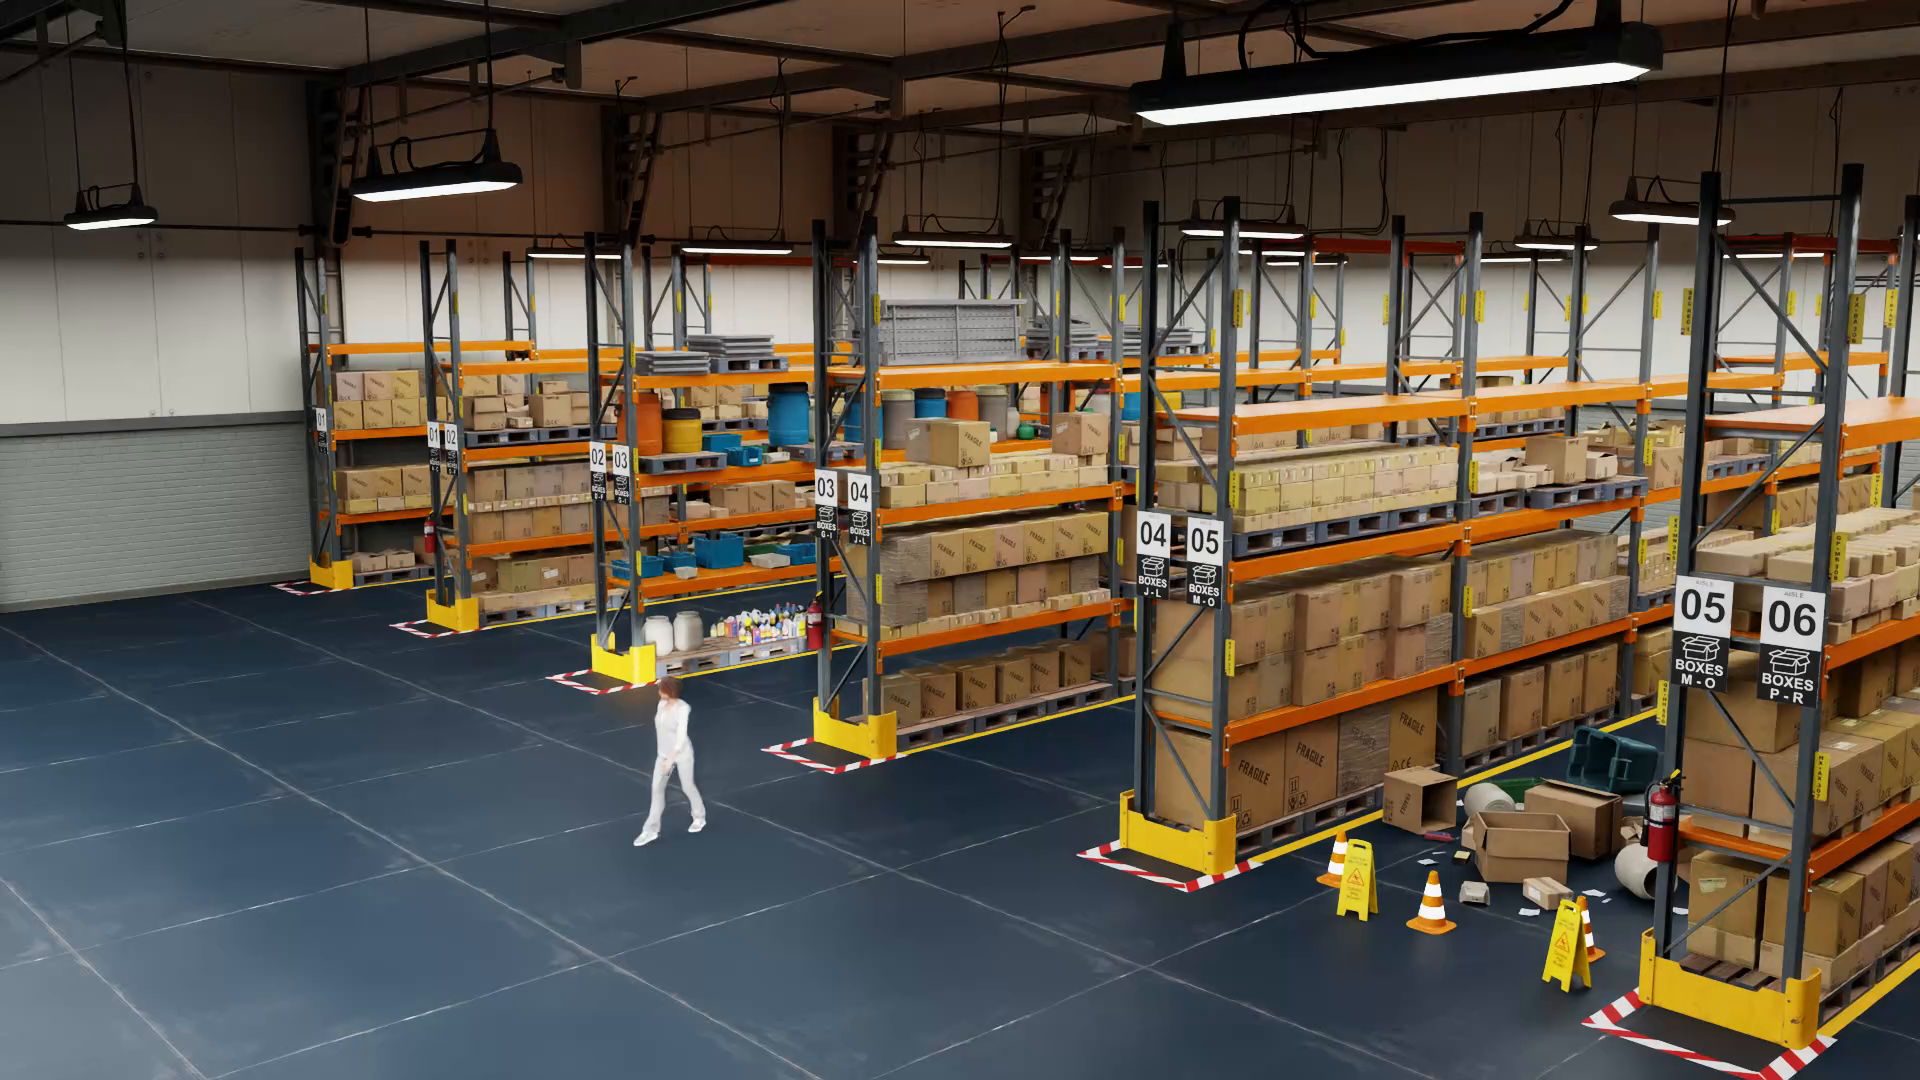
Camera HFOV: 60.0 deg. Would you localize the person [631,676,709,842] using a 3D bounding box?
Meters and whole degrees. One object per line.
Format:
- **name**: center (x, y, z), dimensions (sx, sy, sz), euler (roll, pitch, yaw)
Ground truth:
- **person**: center (-2.780, 2.071, 15.829), dimensions (0.432, 1.560, 0.882), euler (8, 11, 42)
